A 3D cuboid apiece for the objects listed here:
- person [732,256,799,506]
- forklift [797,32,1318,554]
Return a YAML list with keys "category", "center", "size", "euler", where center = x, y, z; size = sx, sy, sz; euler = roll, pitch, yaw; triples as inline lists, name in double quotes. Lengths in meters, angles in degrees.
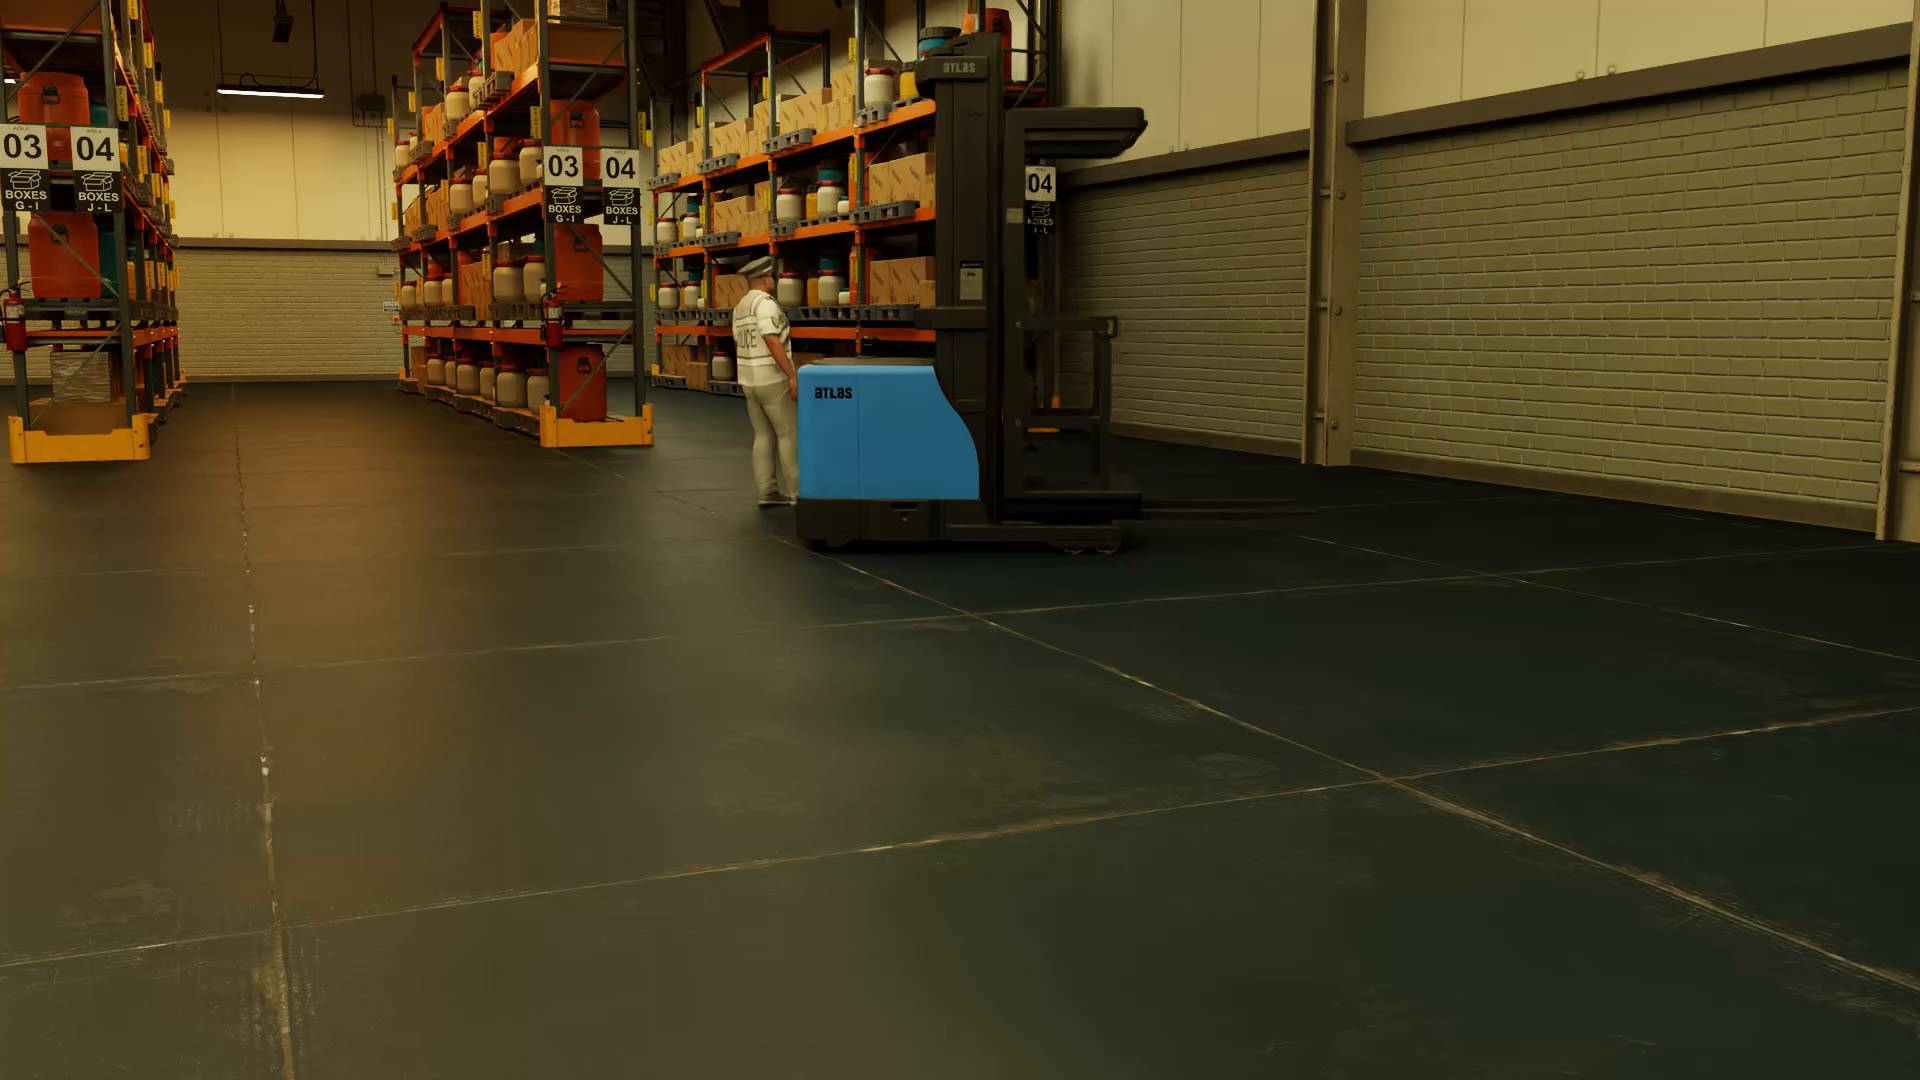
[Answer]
- category: "person"
  center: [-1.300, -1.139, 11.939]
  size: [0.573, 1.782, 0.647]
  euler: [-5, 9, -36]
- category: "forklift"
  center: [0.580, -1.442, 9.878]
  size: [3.031, 2.935, 1.130]
  euler: [0, 8, 2]
